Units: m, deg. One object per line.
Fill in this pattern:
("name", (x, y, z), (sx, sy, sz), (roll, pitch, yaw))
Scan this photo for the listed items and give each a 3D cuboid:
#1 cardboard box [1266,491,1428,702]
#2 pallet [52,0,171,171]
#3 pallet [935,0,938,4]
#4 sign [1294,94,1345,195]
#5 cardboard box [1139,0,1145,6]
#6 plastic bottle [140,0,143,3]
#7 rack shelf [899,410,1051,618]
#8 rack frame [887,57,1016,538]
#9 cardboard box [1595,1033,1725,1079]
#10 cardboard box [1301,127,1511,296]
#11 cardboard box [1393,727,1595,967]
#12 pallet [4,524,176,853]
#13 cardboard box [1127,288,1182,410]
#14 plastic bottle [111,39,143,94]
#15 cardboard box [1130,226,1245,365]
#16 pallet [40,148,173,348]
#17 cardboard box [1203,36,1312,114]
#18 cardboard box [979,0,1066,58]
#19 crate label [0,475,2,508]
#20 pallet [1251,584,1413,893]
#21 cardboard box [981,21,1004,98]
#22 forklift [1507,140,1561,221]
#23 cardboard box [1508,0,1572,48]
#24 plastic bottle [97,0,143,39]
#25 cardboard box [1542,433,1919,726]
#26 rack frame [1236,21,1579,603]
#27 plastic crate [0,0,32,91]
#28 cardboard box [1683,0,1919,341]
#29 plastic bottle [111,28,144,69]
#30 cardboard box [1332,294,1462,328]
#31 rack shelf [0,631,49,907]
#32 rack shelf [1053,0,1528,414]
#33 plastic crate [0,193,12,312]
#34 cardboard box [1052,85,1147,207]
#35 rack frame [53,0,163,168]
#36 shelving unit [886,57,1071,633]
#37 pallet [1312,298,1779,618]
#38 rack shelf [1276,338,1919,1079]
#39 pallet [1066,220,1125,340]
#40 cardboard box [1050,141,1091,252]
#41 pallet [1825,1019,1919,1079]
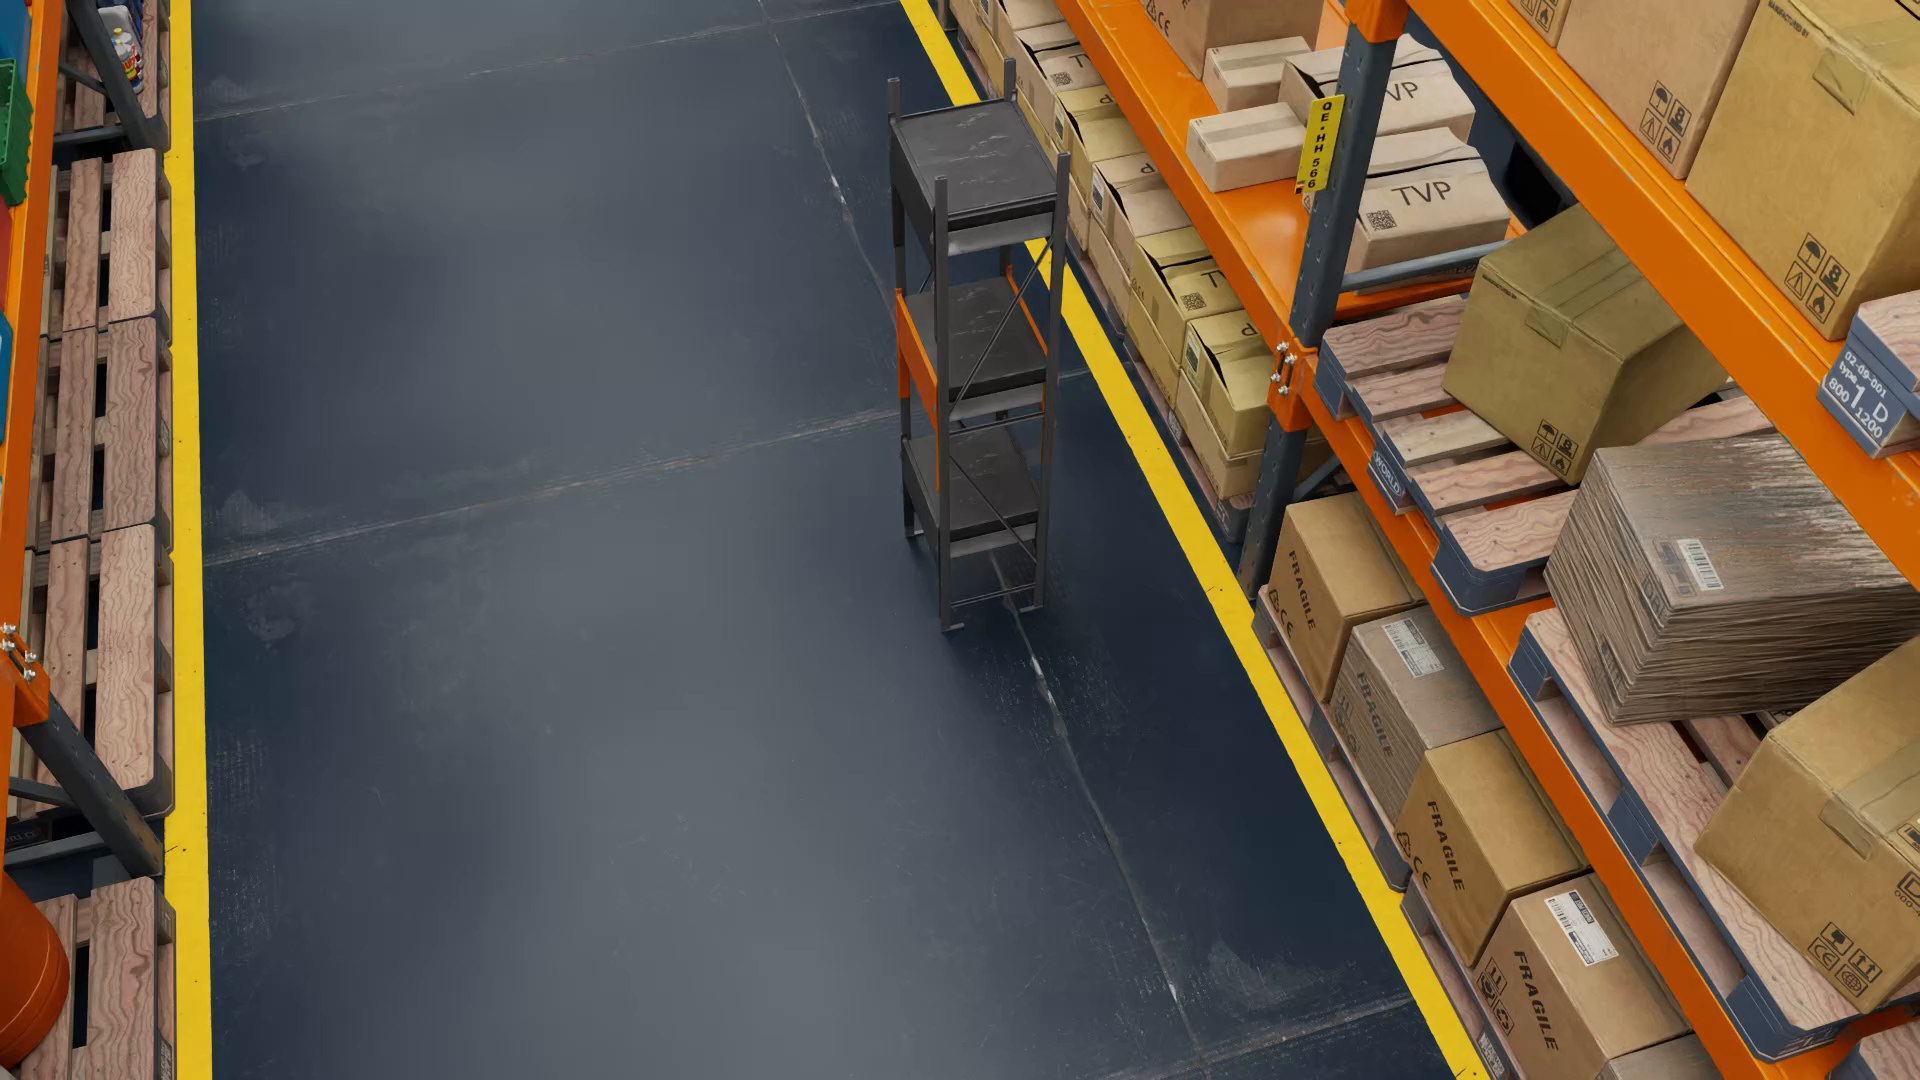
("cardboard box", (1.422, 0.174, 5.778), (0.500, 0.500, 0.500), (-11, 51, -9))
("pallet", (-4.514, -2.292, 8.334), (1.003, 0.211, 1.213), (-13, 51, -11))
("pallet", (0.182, -3.500, 9.352), (1.003, 0.211, 1.213), (-13, 51, -11))
("sign", (1.031, -1.132, 4.775), (0.100, 0.325, 0.005), (-13, 51, -11))
("cardboard box", (0.893, -2.525, 6.641), (0.500, 0.500, 0.500), (-13, 51, -11))
("plastic bottle", (-4.263, -2.908, 8.519), (0.061, 0.283, 0.133), (-11, 51, -9))
("rack shelf", (0.049, -0.096, 6.181), (0.431, 0.518, 0.480), (-13, 51, -11))
("rack frame", (-0.023, -0.734, 5.785), (0.400, 2.100, 0.015), (-13, 51, -11))
("cardboard box", (2.037, 1.674, 4.514), (0.500, 0.500, 0.500), (-13, 51, -11))
("cardboard box", (1.495, -1.133, 5.592), (0.500, 0.311, 0.500), (-10, 51, -9))
("cardboard box", (1.726, 0.923, 5.147), (0.500, 0.500, 0.500), (-14, 51, -11))
("pallet", (-3.365, 0.555, 5.934), (1.003, 0.211, 1.213), (-13, 51, -11))
("cardboard box", (1.016, -0.841, 6.810), (0.500, 0.250, 0.500), (-14, 51, -11))
("plastic bottle", (-4.031, -2.285, 8.001), (0.097, 0.271, 0.097), (0, 50, 0))
("cardboard box", (1.010, -1.021, 6.596), (0.500, 0.311, 0.500), (-14, 51, -12))
("pallet", (-4.086, -1.227, 7.436), (1.003, 0.211, 1.213), (-13, 51, -11))
("cardboard box", (1.129, -1.724, 6.196), (0.380, 0.149, 0.250), (-10, 51, -8))
("cardboard box", (0.405, -2.513, 7.853), (0.500, 0.311, 0.500), (-14, 51, -11))
("crate label", (-2.939, -0.108, 4.778), (0.303, 0.233, 0.416), (-13, 51, -11))
("pallet", (1.745, 0.566, 5.925), (1.003, 0.211, 1.213), (-13, 51, -11))
("cardboard box", (0.410, -2.333, 8.068), (0.500, 0.250, 0.500), (-12, 51, -10))
("forklift", (4.185, -2.629, 6.839), (3.031, 2.935, 1.130), (-12, 51, -10))
("cardboard box", (1.722, -1.575, 3.878), (0.910, 0.500, 0.500), (-13, 51, -11))
("plastic bottle", (-4.198, -2.662, 8.267), (0.144, 0.351, 0.185), (-12, 51, -10))
("cardboard box", (1.942, 0.091, 4.161), (0.700, 0.500, 0.500), (-5, 50, -4))
("rack frame", (1.560, -0.887, 5.325), (1.000, 3.000, 0.127), (-13, 51, -11))
("plastic crate", (-3.732, -1.950, 6.232), (0.392, 0.384, 0.575), (-13, 51, -11))
("cardboard box", (2.026, -0.822, 3.244), (0.910, 0.500, 0.500), (-13, 51, -11))
("plastic bottle", (-4.091, -2.411, 8.153), (0.097, 0.201, 0.097), (0, 50, 0))
("cardboard box", (1.686, -0.765, 6.380), (0.500, 0.311, 0.500), (-12, 51, -10))
("rack shelf", (-2.581, 1.923, 3.427), (1.077, 0.370, 4.000), (-13, 51, -11))
("rack shelf", (0.969, -2.116, 6.832), (1.077, 0.370, 4.000), (-13, 51, -11))
("plastic crate", (-3.358, -1.039, 5.412), (0.402, 0.464, 0.583), (-13, 51, -11))
("cardboard box", (0.718, -1.757, 7.216), (0.500, 0.311, 0.500), (-12, 51, -10))
("rack frame", (-4.355, -2.691, 6.846), (1.000, 3.000, 0.127), (-13, 51, -11))
("shelving unit", (0.049, -0.556, 5.635), (0.431, 2.100, 0.503), (-13, 51, -11))
("pallet", (1.828, -0.346, 4.995), (1.213, 0.211, 1.003), (-13, 51, -11))
("rack shelf", (2.152, 0.806, 4.369), (1.077, 0.370, 4.000), (-13, 51, -11))
("pallet", (0.997, -1.487, 7.656), (1.003, 0.211, 1.213), (-13, 51, -11))
("cardboard box", (0.715, -1.584, 7.436), (0.500, 0.250, 0.500), (-12, 51, -10))
("pallet", (2.611, 1.488, 3.449), (1.003, 0.211, 1.213), (-13, 51, -11))
